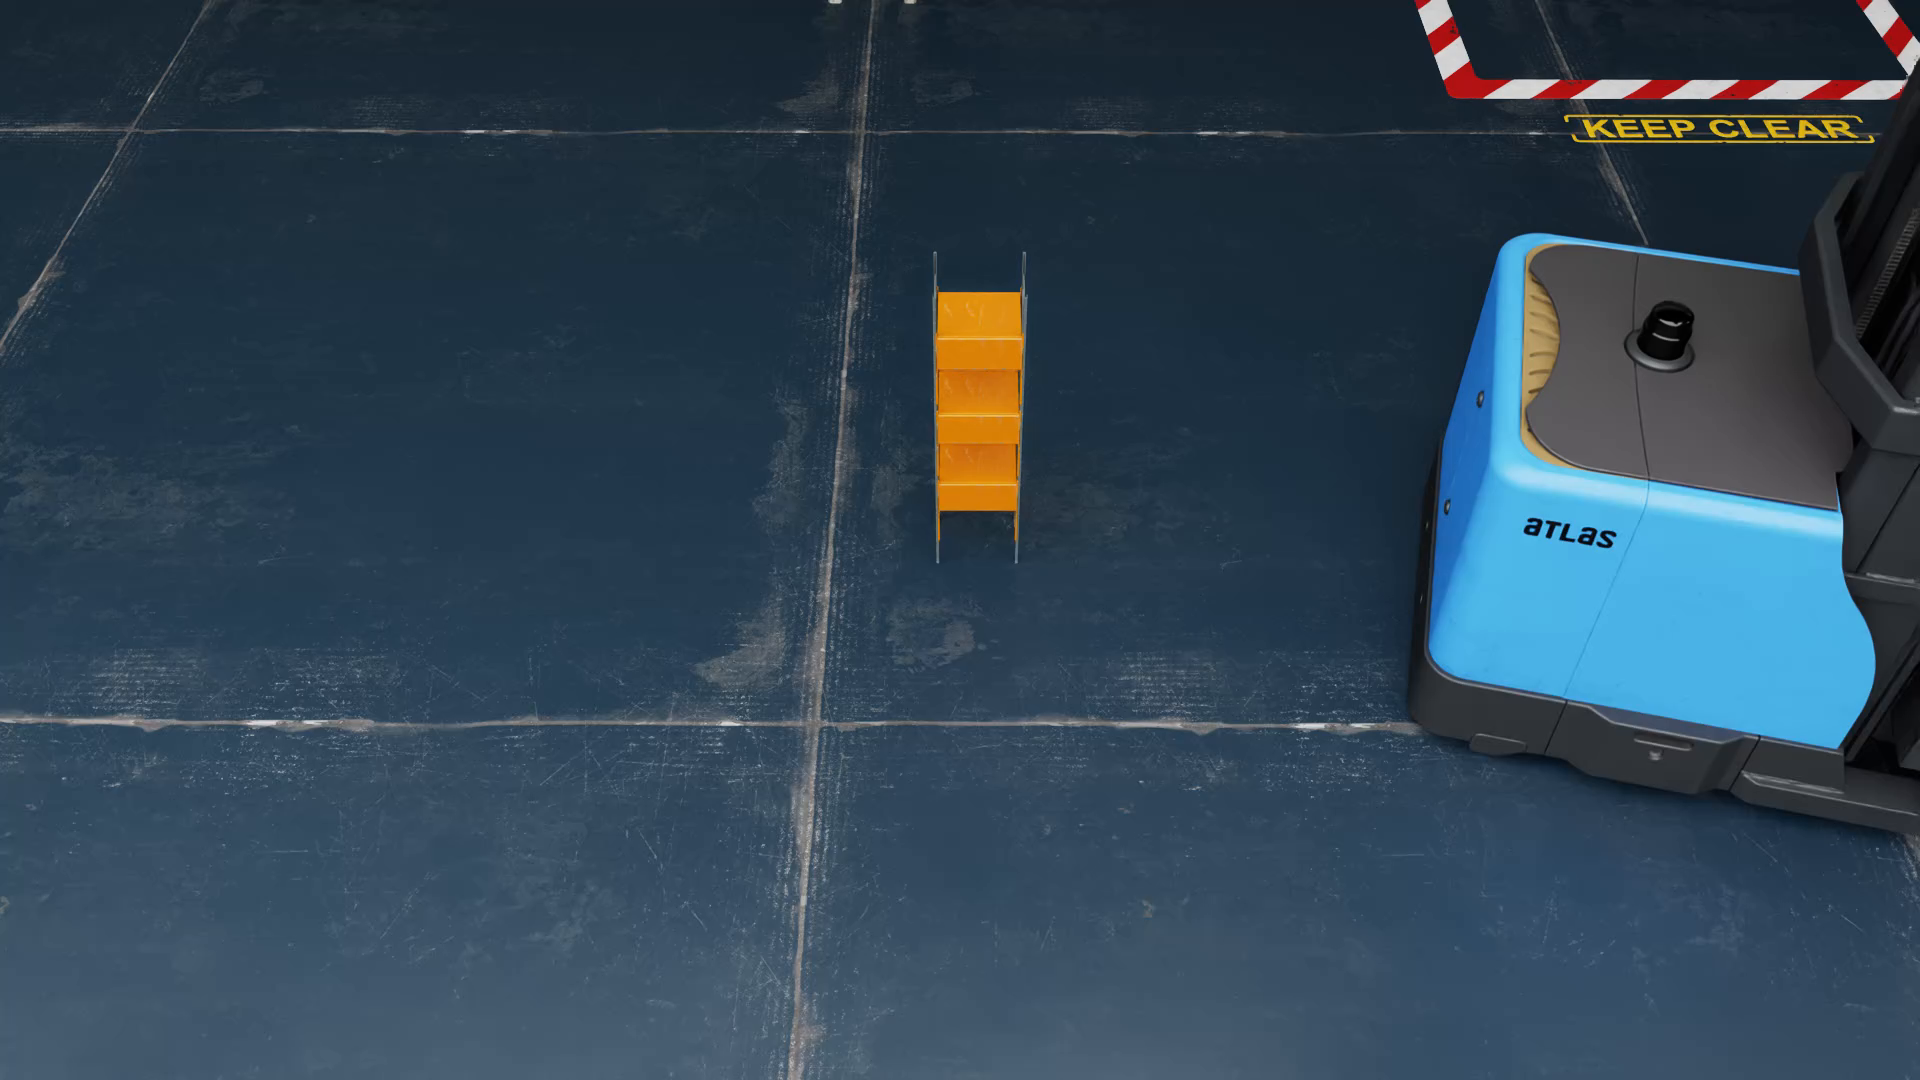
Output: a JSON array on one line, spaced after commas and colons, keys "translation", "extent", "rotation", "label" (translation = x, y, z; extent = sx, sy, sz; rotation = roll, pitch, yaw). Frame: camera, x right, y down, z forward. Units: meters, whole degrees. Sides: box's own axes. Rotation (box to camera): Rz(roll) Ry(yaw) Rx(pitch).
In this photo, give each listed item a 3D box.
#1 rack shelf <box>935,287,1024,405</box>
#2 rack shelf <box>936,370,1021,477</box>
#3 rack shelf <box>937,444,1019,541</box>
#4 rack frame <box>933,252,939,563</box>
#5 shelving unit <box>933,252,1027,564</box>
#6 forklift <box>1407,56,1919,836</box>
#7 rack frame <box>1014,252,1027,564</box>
[{"translation": [0.054, -0.544, 4.666], "extent": [0.240, 0.259, 0.215], "rotation": [0, 47, 0], "label": "rack shelf"}, {"translation": [0.054, -0.350, 4.873], "extent": [0.240, 0.259, 0.215], "rotation": [0, 47, 0], "label": "rack shelf"}, {"translation": [0.054, -0.161, 5.077], "extent": [0.240, 0.259, 0.215], "rotation": [0, 47, 0], "label": "rack shelf"}, {"translation": [-0.068, -0.358, 4.866], "extent": [0.008, 1.050, 0.200], "rotation": [0, 47, 0], "label": "rack frame"}, {"translation": [0.054, -0.358, 4.866], "extent": [0.252, 1.050, 0.215], "rotation": [0, 47, 0], "label": "shelving unit"}, {"translation": [2.841, -0.525, 3.737], "extent": [3.031, 2.935, 1.130], "rotation": [10, 48, 9], "label": "forklift"}, {"translation": [0.176, -0.357, 4.865], "extent": [0.008, 1.050, 0.200], "rotation": [0, 47, 0], "label": "rack frame"}]
